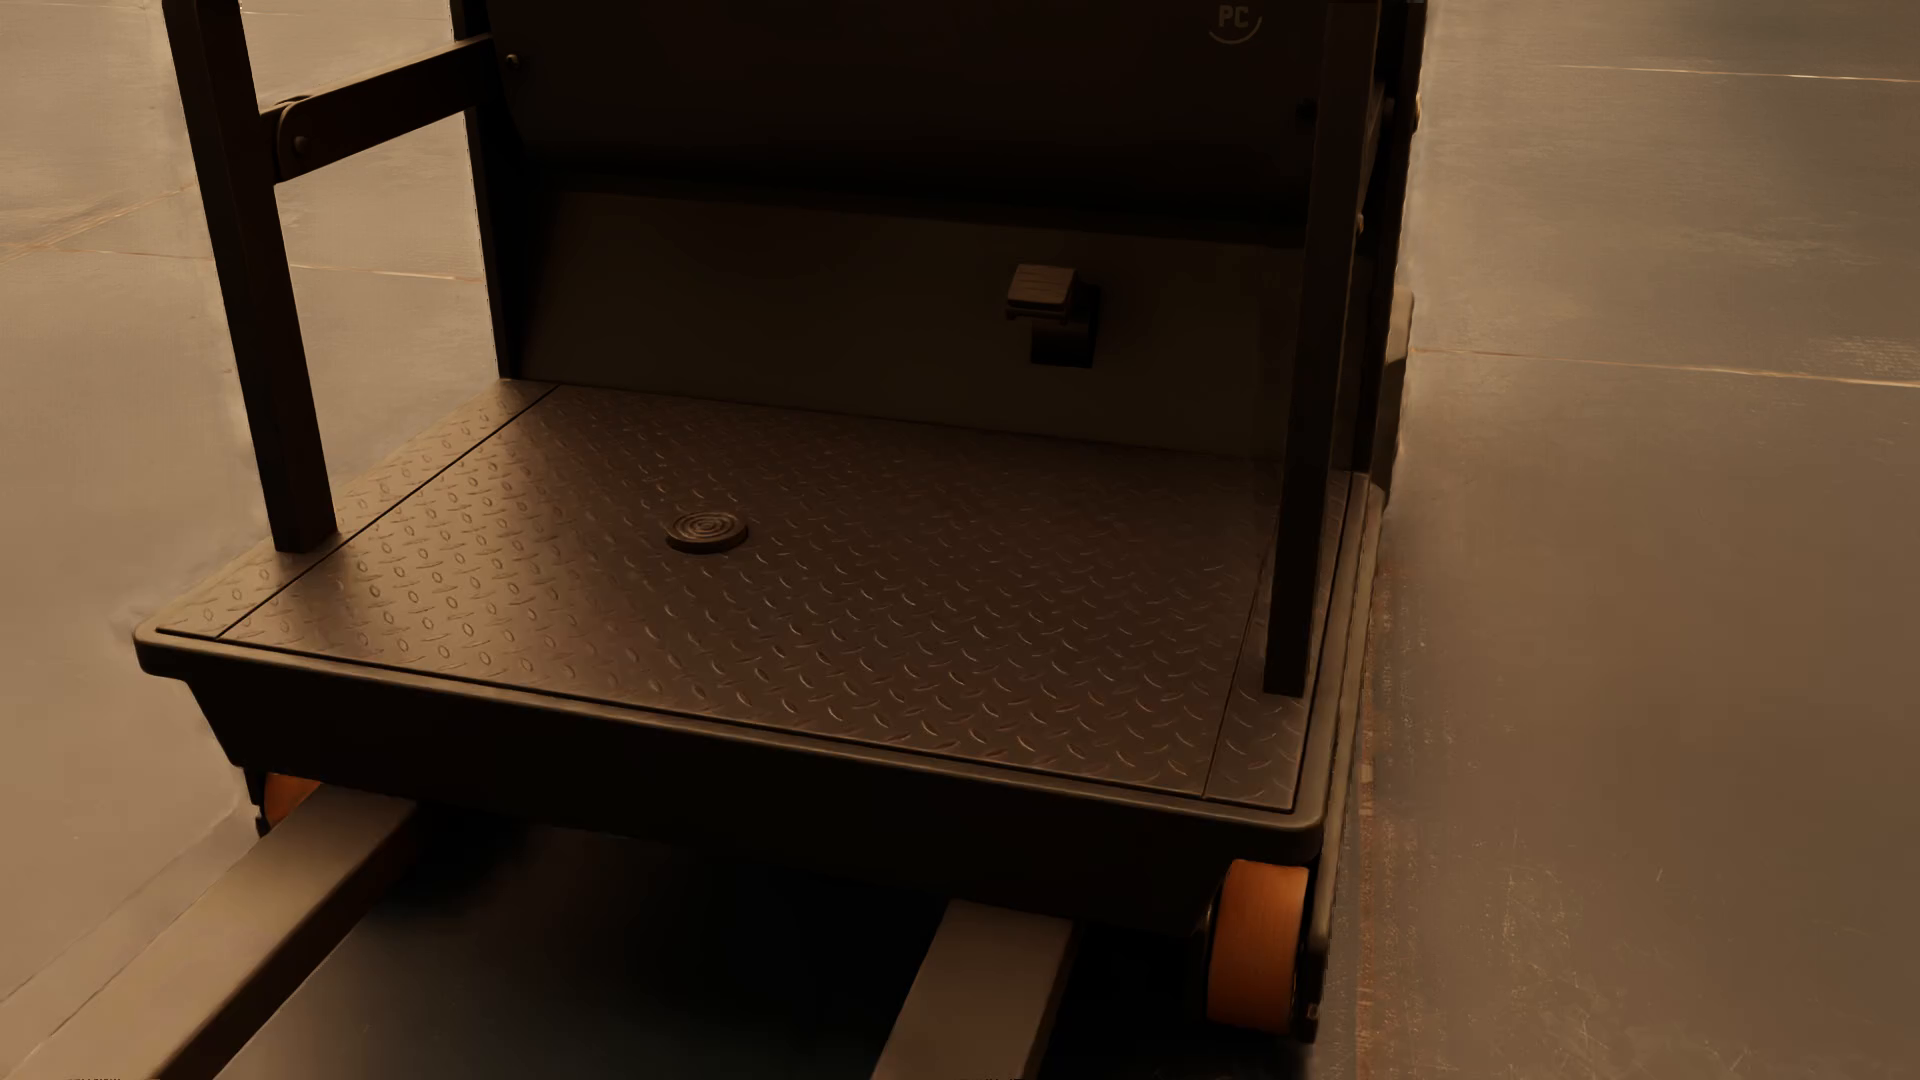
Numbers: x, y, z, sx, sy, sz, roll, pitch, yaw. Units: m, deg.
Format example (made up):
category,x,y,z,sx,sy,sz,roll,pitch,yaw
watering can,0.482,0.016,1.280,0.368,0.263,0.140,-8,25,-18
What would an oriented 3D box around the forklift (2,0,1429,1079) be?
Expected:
category,x,y,z,sx,sy,sz,roll,pitch,yaw
forklift,-0.119,-1.039,1.306,1.130,2.935,3.031,7,28,14
